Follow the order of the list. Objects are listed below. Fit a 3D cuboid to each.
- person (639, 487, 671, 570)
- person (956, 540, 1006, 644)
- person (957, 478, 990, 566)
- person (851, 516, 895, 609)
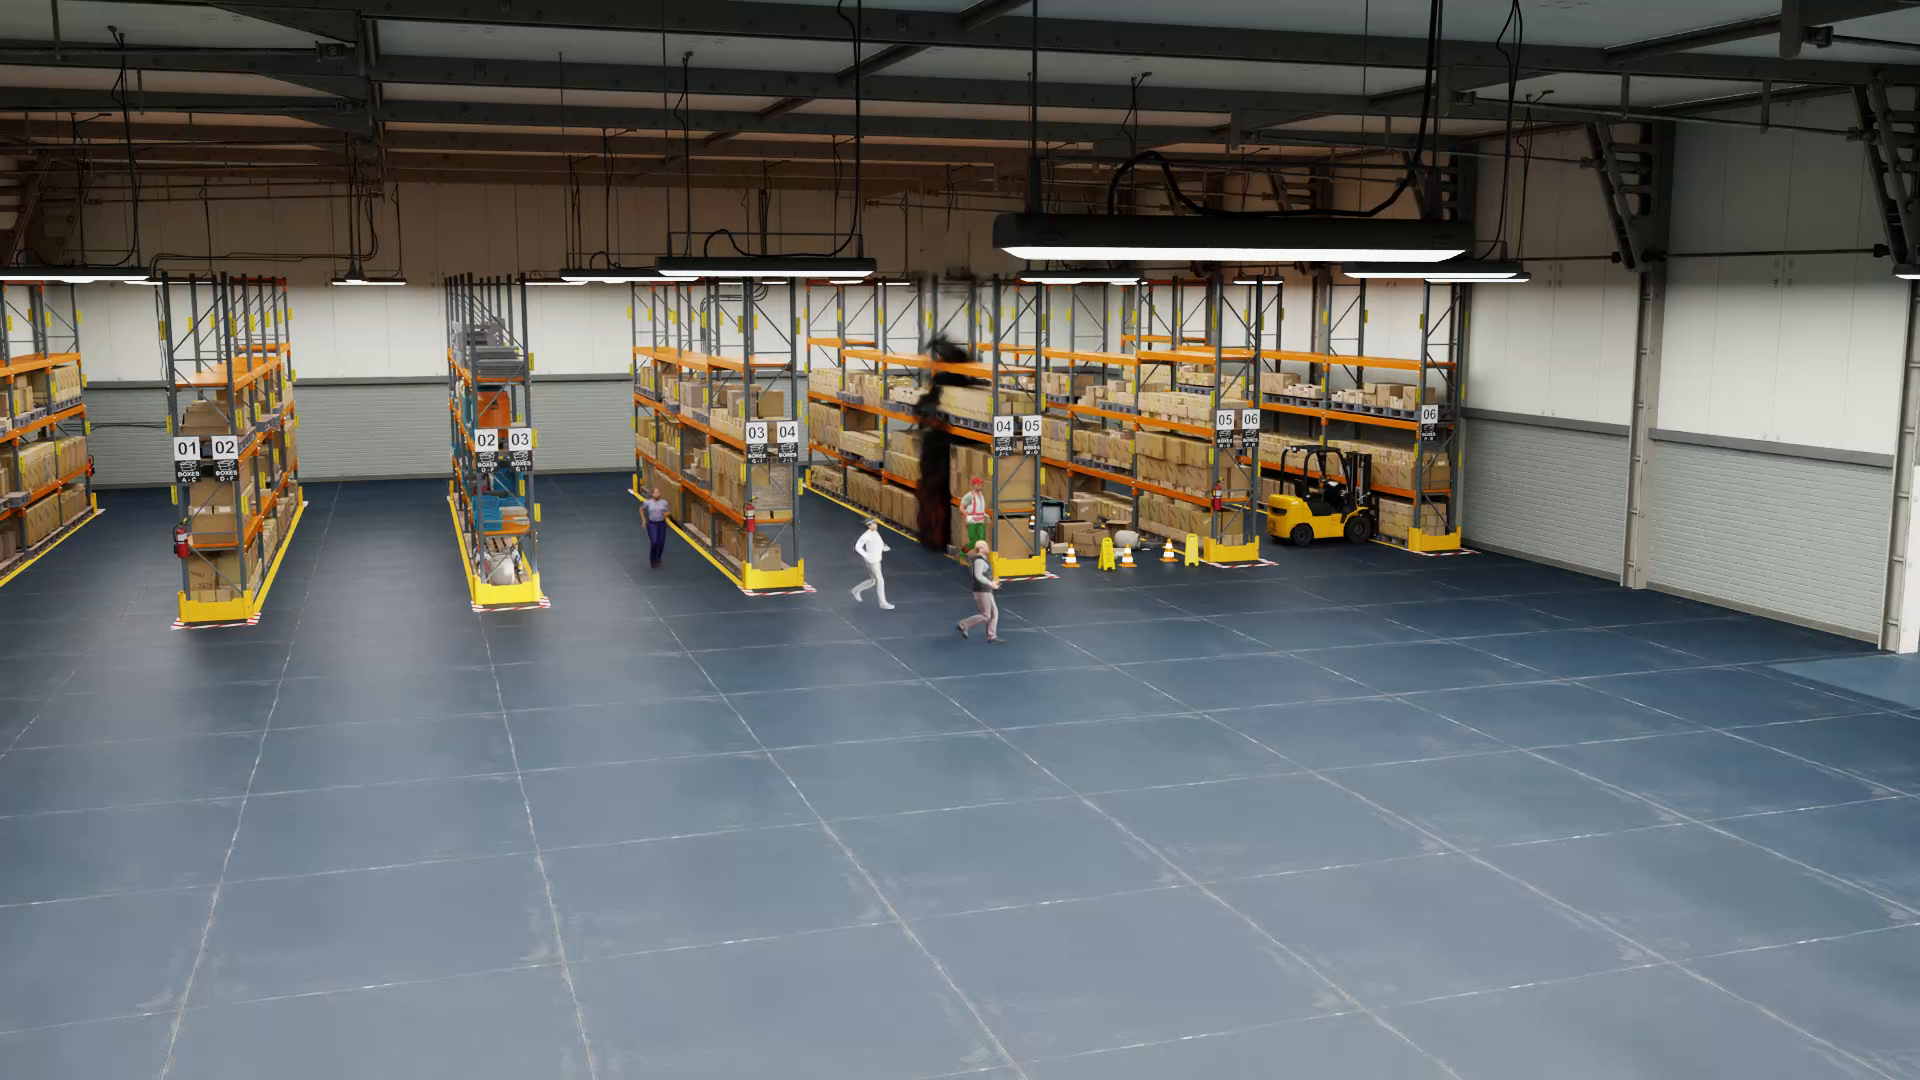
[{"bbox_3d":[-6.254,-0.240,34.291,0.577,1.694,0.719,-4,10,-26],"label":"person"},{"bbox_3d":[0.338,0.845,26.834,0.820,1.693,0.670,0,9,0],"label":"person"},{"bbox_3d":[0.301,-0.346,32.595,0.723,1.767,0.703,8,12,43],"label":"person"},{"bbox_3d":[-1.592,0.388,29.886,0.896,1.670,0.608,3,9,20],"label":"person"}]
